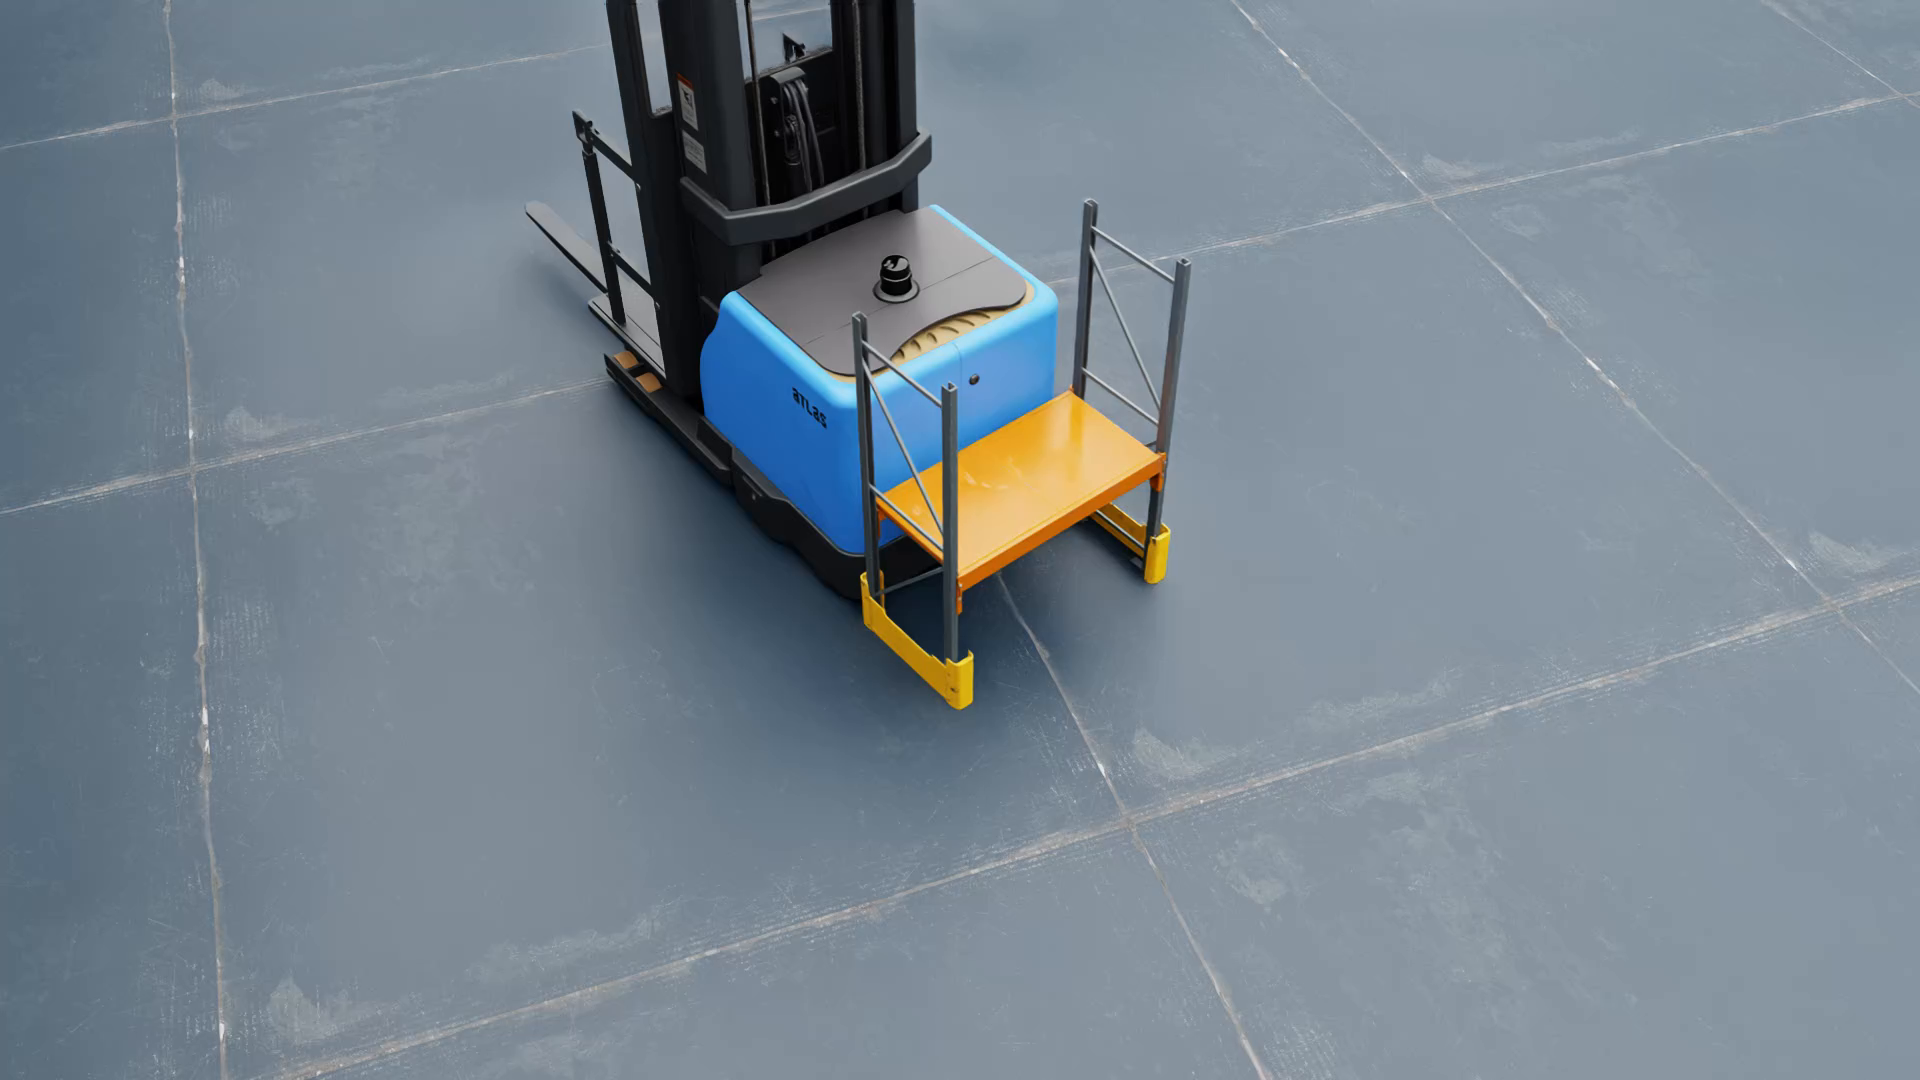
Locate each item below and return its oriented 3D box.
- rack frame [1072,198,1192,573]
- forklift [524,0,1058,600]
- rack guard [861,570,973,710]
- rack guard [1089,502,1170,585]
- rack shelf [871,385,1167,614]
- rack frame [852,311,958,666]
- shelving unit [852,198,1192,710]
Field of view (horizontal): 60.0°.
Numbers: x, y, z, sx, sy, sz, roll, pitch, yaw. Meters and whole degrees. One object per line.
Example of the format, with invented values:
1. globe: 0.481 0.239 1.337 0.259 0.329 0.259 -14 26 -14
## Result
1. rack frame: 0.604 -0.527 6.216 0.032 1.500 0.500 -30 53 -27
2. forklift: -0.919 -1.797 6.471 1.130 2.935 3.031 -29 52 -26
3. rack guard: -0.163 0.366 6.209 0.087 0.250 0.587 -30 53 -27
4. rack guard: 0.603 -0.085 6.658 0.087 0.250 0.587 -30 53 -27
5. rack shelf: 0.213 -0.170 6.114 1.000 0.185 0.538 -30 53 -27
6. rack frame: -0.178 -0.067 5.757 0.032 1.500 0.500 -30 53 -27
7. shelving unit: 0.220 -0.301 5.991 1.083 1.500 0.587 -30 53 -27
